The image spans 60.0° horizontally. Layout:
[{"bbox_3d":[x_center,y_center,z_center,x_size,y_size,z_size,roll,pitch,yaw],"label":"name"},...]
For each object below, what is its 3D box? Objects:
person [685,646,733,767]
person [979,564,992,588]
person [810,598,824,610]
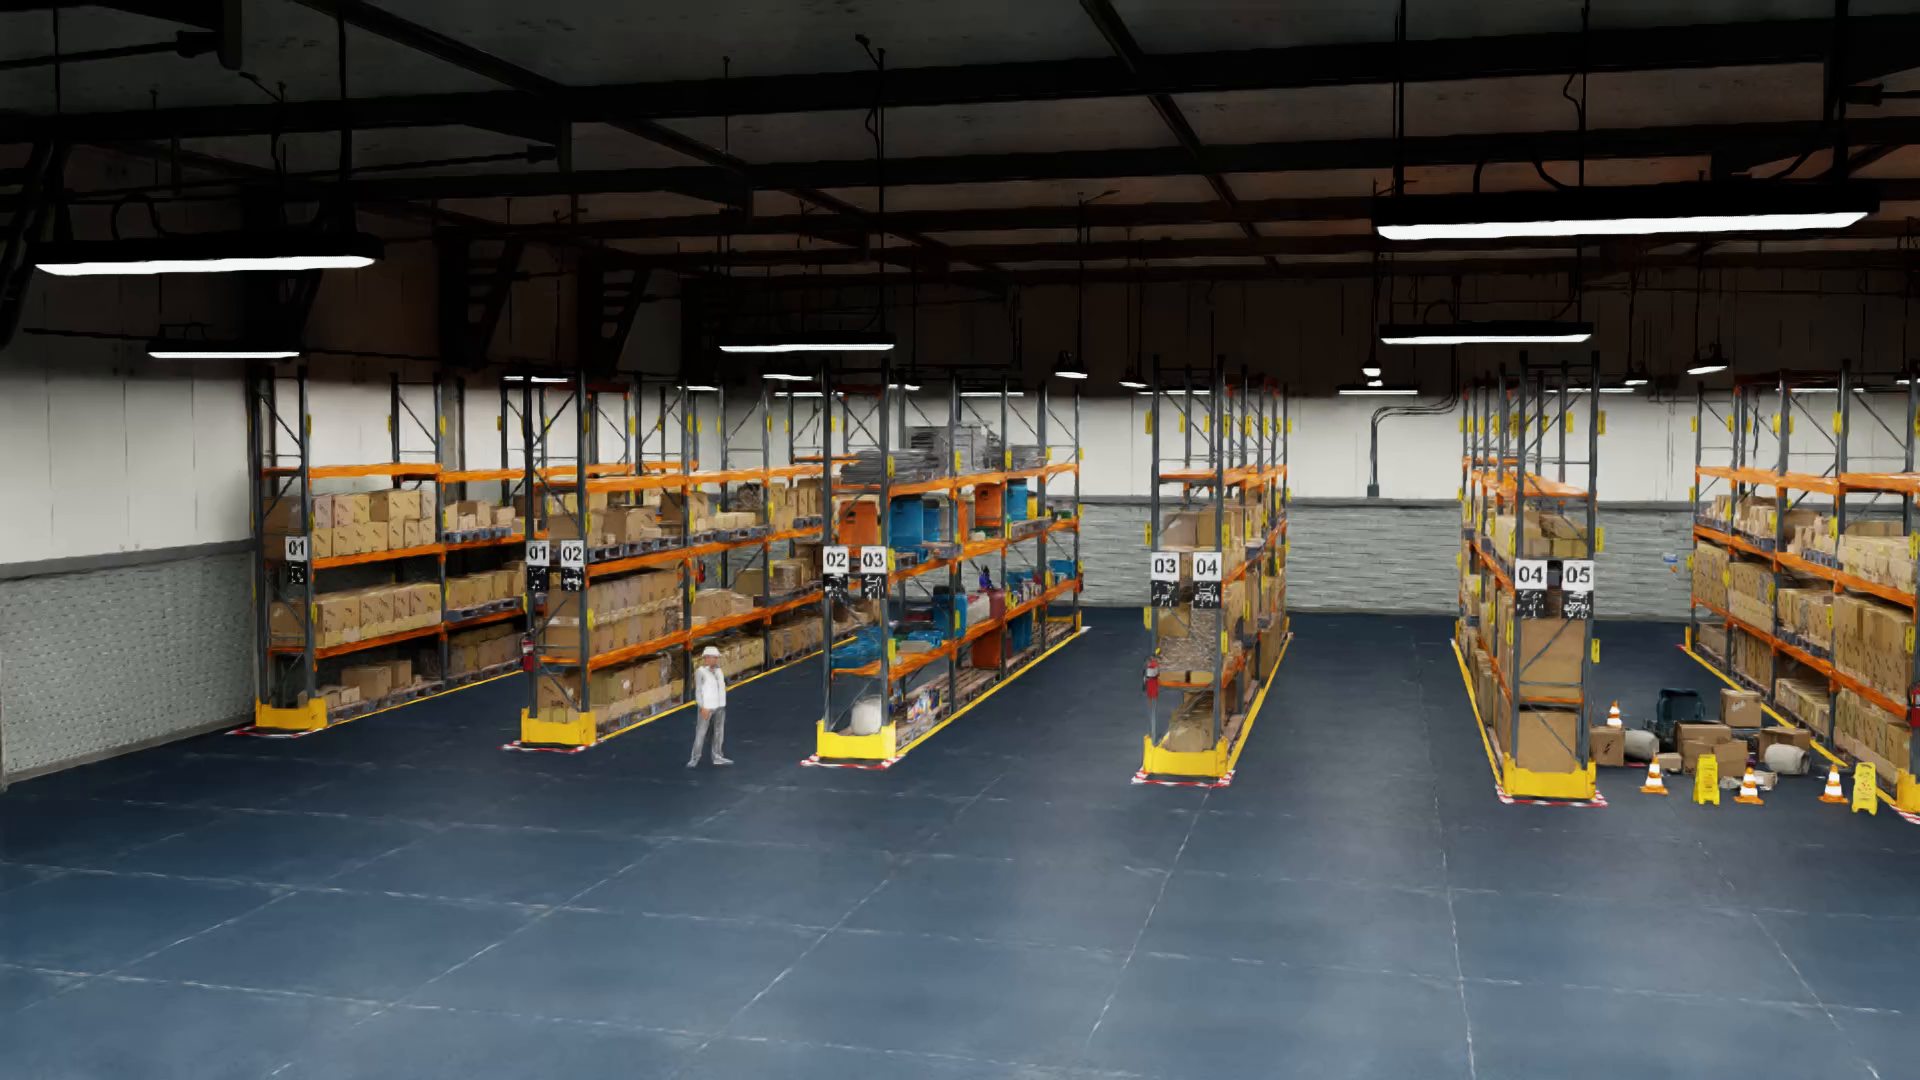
[{"bbox_3d":[-3.701,2.441,24.350,0.434,1.766,0.687,3,5,41],"label":"person"},{"bbox_3d":[0.631,1.407,40.044,0.422,1.652,0.502,-1,4,-15],"label":"person"},{"bbox_3d":[-3.706,1.191,43.589,0.592,1.629,0.531,1,4,13],"label":"person"}]
